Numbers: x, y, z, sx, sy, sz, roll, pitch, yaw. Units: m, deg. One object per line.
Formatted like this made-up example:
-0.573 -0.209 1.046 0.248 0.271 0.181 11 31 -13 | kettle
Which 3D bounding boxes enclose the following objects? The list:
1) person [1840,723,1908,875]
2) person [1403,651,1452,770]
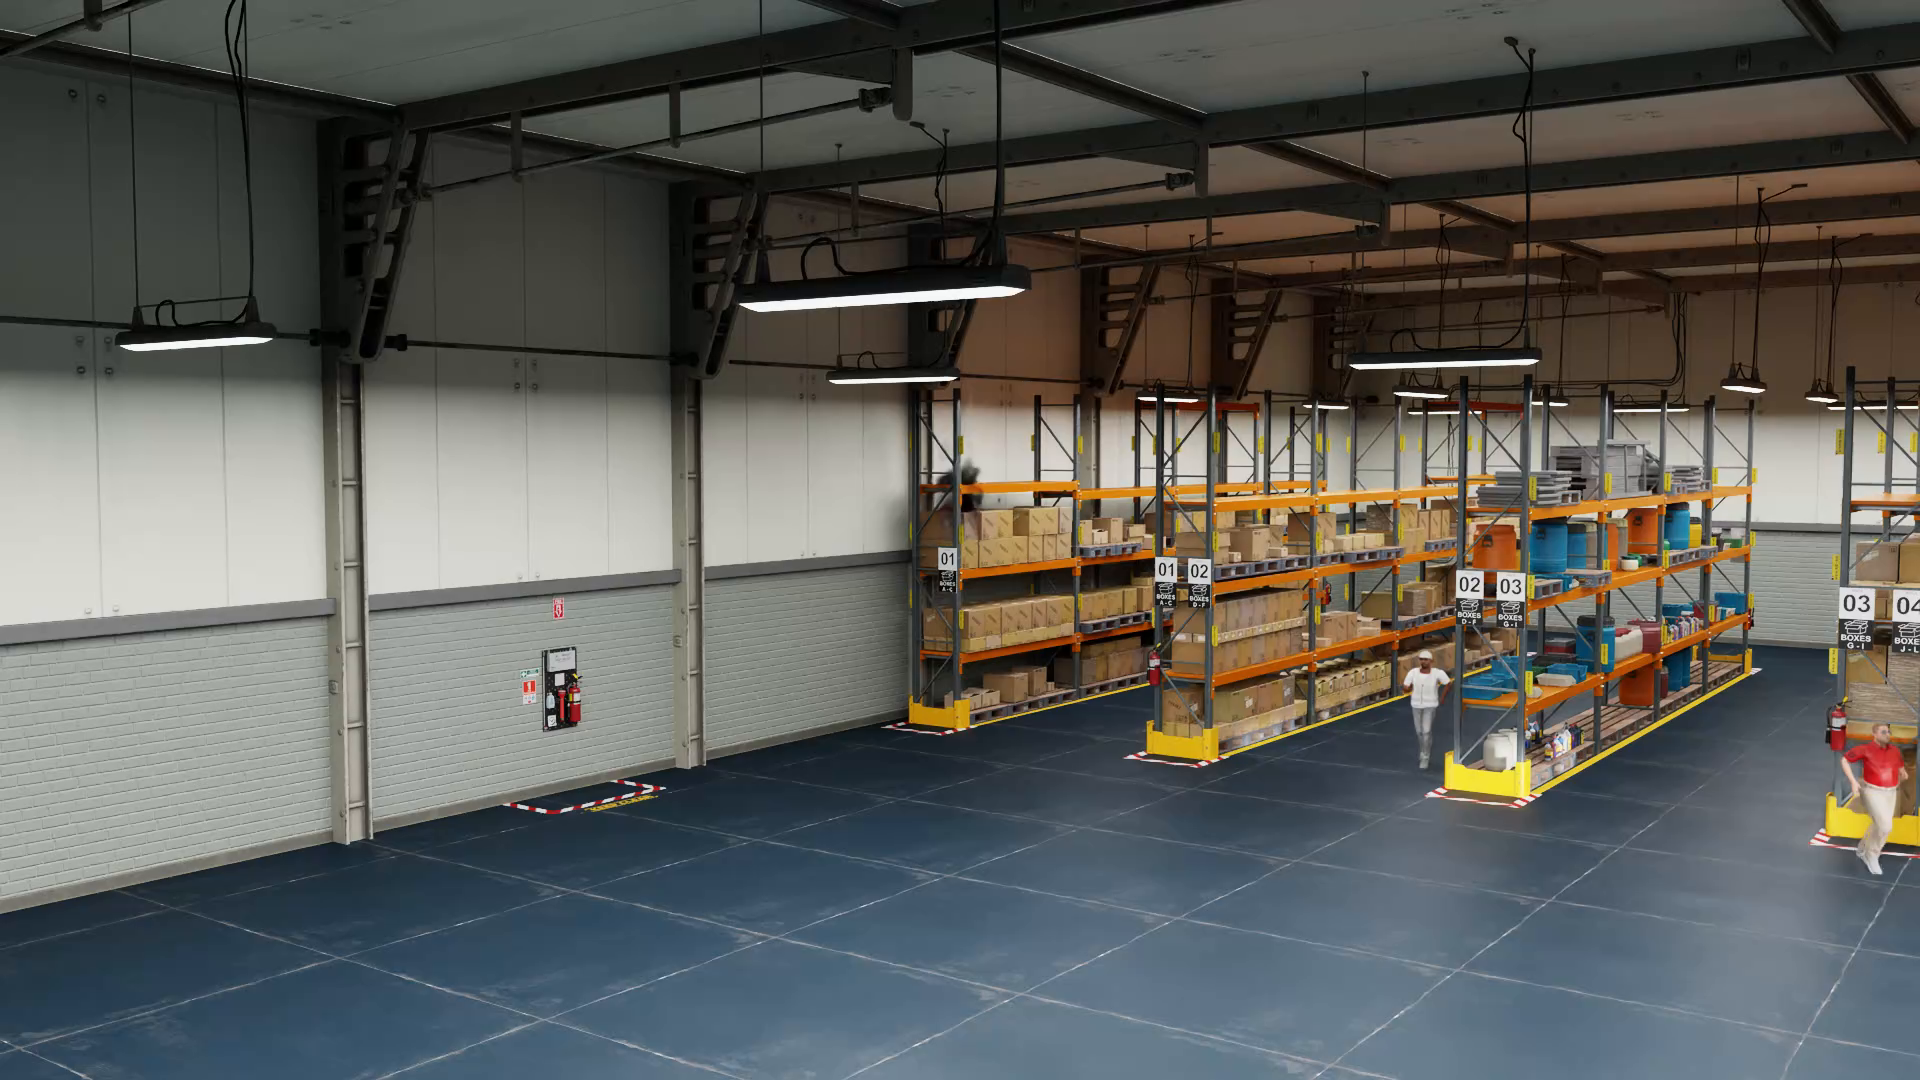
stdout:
10.799 3.042 19.528 0.637 1.781 0.745 -1 3 -16 | person
7.249 2.633 25.942 0.678 1.822 0.739 2 4 34 | person
